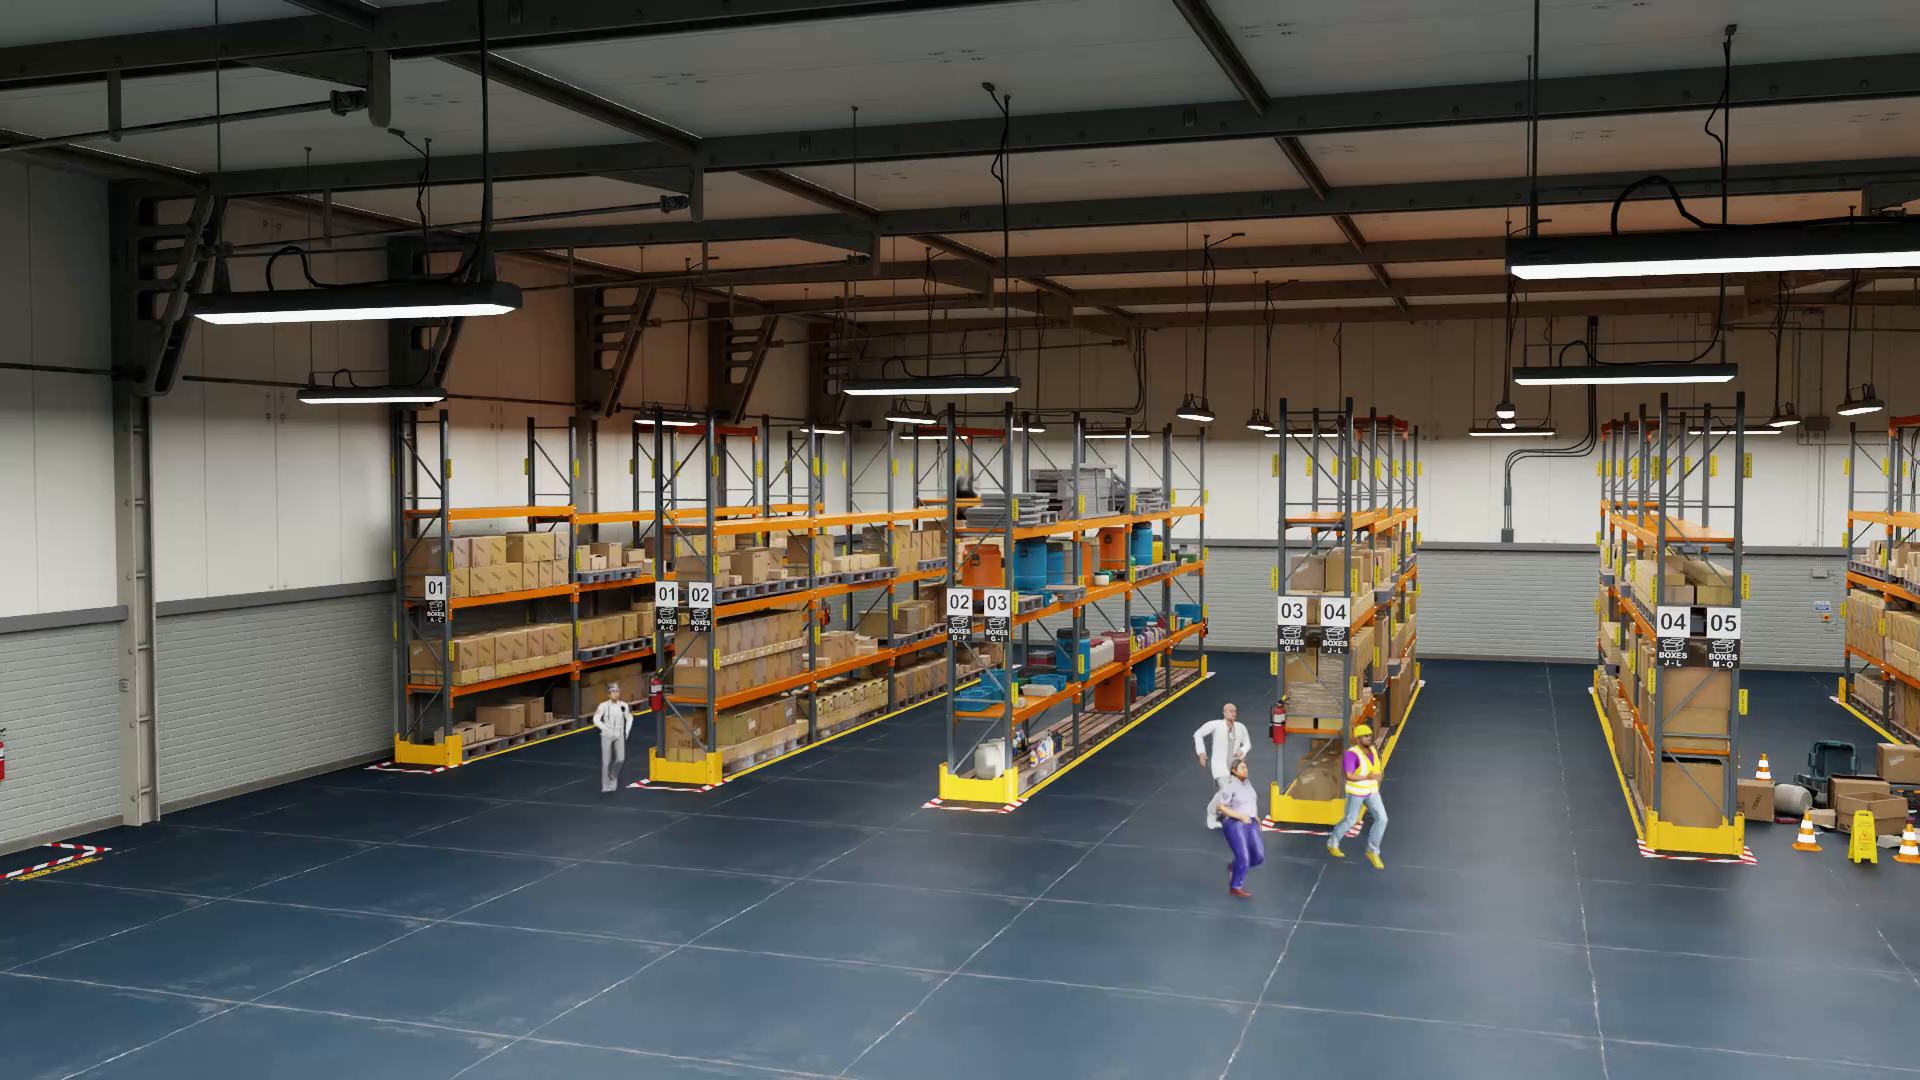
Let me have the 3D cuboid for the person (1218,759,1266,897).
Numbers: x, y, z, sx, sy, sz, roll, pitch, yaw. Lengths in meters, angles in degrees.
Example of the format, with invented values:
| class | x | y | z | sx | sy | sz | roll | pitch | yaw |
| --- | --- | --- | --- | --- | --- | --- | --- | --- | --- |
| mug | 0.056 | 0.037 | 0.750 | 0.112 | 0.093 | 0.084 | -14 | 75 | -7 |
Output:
| class | x | y | z | sx | sy | sz | roll | pitch | yaw |
| --- | --- | --- | --- | --- | --- | --- | --- | --- | --- |
| person | 3.296 | 3.364 | 19.479 | 0.602 | 1.598 | 0.568 | -2 | 3 | -41 |

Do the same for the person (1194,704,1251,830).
| class | x | y | z | sx | sy | sz | roll | pitch | yaw |
| --- | --- | --- | --- | --- | --- | --- | --- | --- | --- |
| person | 3.690 | 3.138 | 23.083 | 0.721 | 1.723 | 0.641 | -1 | 3 | -22 |

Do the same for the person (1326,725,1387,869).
| class | x | y | z | sx | sy | sz | roll | pitch | yaw |
| --- | --- | --- | --- | --- | --- | --- | --- | --- | --- |
| person | 5.062 | 3.221 | 21.003 | 0.709 | 1.811 | 0.896 | -1 | 3 | -31 |

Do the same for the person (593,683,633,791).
| class | x | y | z | sx | sy | sz | roll | pitch | yaw |
| --- | --- | --- | --- | --- | --- | --- | --- | --- | --- |
| person | -5.356 | 3.058 | 25.748 | 0.635 | 1.677 | 0.515 | -1 | 3 | -18 |
